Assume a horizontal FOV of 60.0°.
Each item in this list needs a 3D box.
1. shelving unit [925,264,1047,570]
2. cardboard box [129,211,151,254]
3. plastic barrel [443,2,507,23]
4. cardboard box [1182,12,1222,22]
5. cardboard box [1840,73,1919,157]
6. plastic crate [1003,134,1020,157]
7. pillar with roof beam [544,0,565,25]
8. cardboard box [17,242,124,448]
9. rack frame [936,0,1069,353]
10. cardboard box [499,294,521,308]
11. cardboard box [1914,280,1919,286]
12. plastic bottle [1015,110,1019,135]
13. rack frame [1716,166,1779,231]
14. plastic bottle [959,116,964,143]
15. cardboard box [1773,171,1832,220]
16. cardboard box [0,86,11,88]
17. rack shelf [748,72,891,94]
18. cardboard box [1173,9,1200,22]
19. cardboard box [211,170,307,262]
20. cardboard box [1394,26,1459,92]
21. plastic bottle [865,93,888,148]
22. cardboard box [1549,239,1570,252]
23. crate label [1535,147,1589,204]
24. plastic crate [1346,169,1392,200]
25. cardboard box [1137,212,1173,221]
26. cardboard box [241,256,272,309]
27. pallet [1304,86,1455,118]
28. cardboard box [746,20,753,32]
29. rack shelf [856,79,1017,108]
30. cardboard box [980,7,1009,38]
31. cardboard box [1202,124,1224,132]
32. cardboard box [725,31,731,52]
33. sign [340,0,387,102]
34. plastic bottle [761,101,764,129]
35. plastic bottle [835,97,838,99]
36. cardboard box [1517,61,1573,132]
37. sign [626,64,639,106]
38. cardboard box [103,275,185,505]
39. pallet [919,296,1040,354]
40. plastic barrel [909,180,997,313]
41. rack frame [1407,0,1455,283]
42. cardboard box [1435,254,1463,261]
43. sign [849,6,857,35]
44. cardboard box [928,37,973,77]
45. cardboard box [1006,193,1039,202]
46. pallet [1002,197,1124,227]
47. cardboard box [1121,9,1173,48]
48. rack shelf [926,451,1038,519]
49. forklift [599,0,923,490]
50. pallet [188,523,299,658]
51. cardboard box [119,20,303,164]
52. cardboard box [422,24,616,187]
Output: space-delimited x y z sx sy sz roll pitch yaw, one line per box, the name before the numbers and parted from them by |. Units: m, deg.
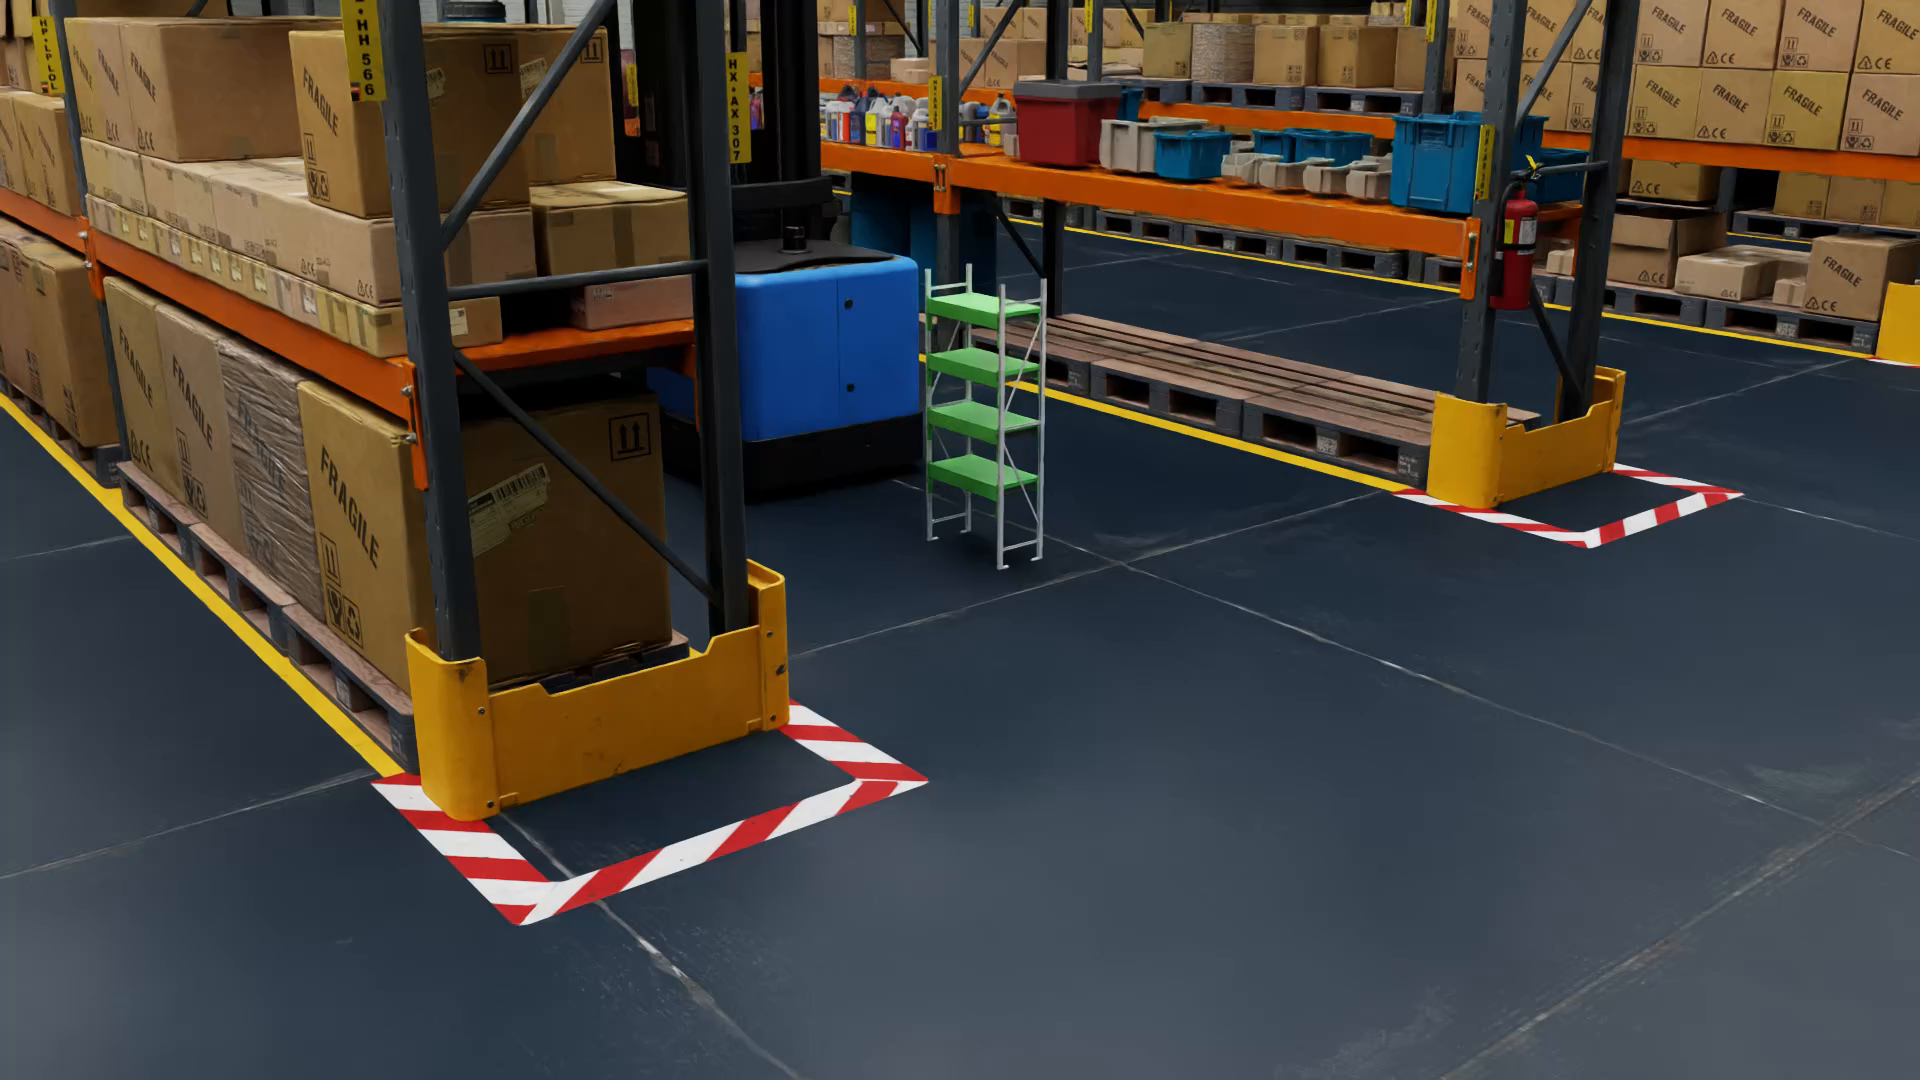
shelving unit | 0.103 -0.529 7.051 0.258 1.200 0.503 -14 23 -36
cardboard box | -3.189 -1.287 6.877 0.380 0.149 0.250 -15 23 -38
plastic barrel | -4.686 -4.760 16.167 0.600 0.901 0.708 -14 23 -36
cardboard box | 3.367 -6.734 22.068 0.700 0.500 0.500 -14 23 -36
cardboard box | 6.156 -2.790 10.856 0.500 0.500 0.500 -13 22 -34
plastic crate | 0.456 -2.465 10.360 0.396 0.136 0.243 -14 23 -36
pillar with roof beam | -12.844 -14.035 35.432 9.100 9.000 0.400 -14 23 -36
cardboard box | -4.017 -1.083 8.572 1.225 0.875 0.875 -14 23 -36
rack frame | 0.279 -2.705 10.759 1.000 3.000 0.127 -14 23 -36
cardboard box | -1.402 -0.911 5.741 0.380 0.149 0.250 -15 23 -37
cardboard box | 6.657 -1.711 11.592 0.380 0.149 0.250 -14 23 -36
plastic bottle | 0.385 -2.823 11.302 0.061 0.283 0.133 -14 23 -36
rack frame | 8.045 -4.638 16.598 1.000 3.000 0.127 -14 23 -36
plastic bottle | -0.024 -2.860 11.544 0.097 0.201 0.097 0 18 0
cardboard box | 8.429 -3.447 16.308 0.700 0.500 0.500 -14 23 -35
cardboard box | -5.356 -2.346 9.517 0.500 0.500 0.500 -14 23 -37
rack shelf | -2.045 -5.793 21.230 1.077 0.370 4.000 -14 23 -36
cardboard box | 2.949 -7.060 22.927 0.500 0.500 0.500 -15 23 -37
cardboard box | -2.260 -1.141 5.800 0.500 0.250 0.500 -15 23 -38
cardboard box | 4.045 -4.078 14.078 0.500 0.500 0.700 11 21 30
plastic bottle | -0.549 -2.844 11.258 0.144 0.351 0.185 -14 23 -36
cardboard box | 5.020 -2.360 13.554 0.380 0.149 0.250 -14 23 -36
crate label | 2.867 -1.793 8.177 0.416 0.233 0.303 -14 23 -36
plastic crate | 2.114 -1.788 8.314 0.396 0.136 0.243 -14 23 -36
cardboard box | 2.068 -3.383 16.083 0.500 0.500 0.500 -15 24 -38
cardboard box | -2.235 -0.908 5.732 0.380 0.149 0.250 -15 23 -37
pallet | 3.753 -3.798 14.365 1.003 0.211 1.213 -14 23 -36
cardboard box | -2.570 -6.590 21.302 0.380 0.149 0.250 -15 23 -38
rack shelf | 0.438 -4.808 18.254 1.077 0.370 4.000 -14 23 -36
cardboard box | 0.655 -7.713 24.898 0.500 0.500 0.500 -14 23 -36
cardboard box | 3.548 -5.454 22.337 0.700 0.500 0.500 -13 22 -34
cardboard box | -2.677 -6.429 21.847 0.700 0.500 0.500 -13 22 -35
sign | -1.554 -1.312 4.334 0.100 0.325 0.005 -14 23 -36
plastic bottle | -1.422 -3.141 12.281 0.097 0.271 0.097 0 18 0
plastic bottle | -0.910 -3.337 12.854 0.061 0.283 0.133 -14 23 -36
cardboard box | 4.587 -3.414 12.741 0.500 0.500 0.500 -13 23 -35
sign | -2.632 -3.659 13.380 0.100 0.325 0.005 -14 23 -36
cardboard box | -3.257 -0.751 7.569 0.875 0.875 0.875 -14 23 -36
pallet | -0.168 -1.579 11.796 1.003 0.211 1.213 -14 23 -36
plastic barrel | -0.046 -2.045 11.438 0.600 0.901 0.708 -14 23 -36
rack frame | 4.164 -3.671 13.676 1.000 3.000 0.127 -14 23 -36
cardboard box | 4.255 -2.457 13.589 0.500 0.311 0.500 -14 23 -36
sign | -1.237 -5.982 19.152 0.100 0.325 0.005 -14 23 -36
cardboard box | -0.012 -5.367 18.640 0.500 0.500 0.500 -12 22 -32
cardboard box | 0.840 -3.759 17.648 0.500 0.250 0.500 -14 23 -37
pallet | 1.200 -3.543 17.726 1.003 0.211 1.213 -14 23 -36
cardboard box | 2.542 -6.960 22.624 0.500 0.500 0.500 -14 23 -36
rack shelf | 0.103 -0.240 7.146 0.258 0.148 0.480 -14 23 -36
forklift | -1.456 -2.025 8.816 1.130 2.935 3.031 -13 22 -34
pallet | -2.432 0.089 6.757 1.003 0.211 1.213 -14 23 -36
cardboard box | -2.881 -1.746 6.436 0.500 0.500 0.500 -15 23 -38
cardboard box | -1.517 -1.473 5.610 0.500 0.500 0.500 -15 23 -37
